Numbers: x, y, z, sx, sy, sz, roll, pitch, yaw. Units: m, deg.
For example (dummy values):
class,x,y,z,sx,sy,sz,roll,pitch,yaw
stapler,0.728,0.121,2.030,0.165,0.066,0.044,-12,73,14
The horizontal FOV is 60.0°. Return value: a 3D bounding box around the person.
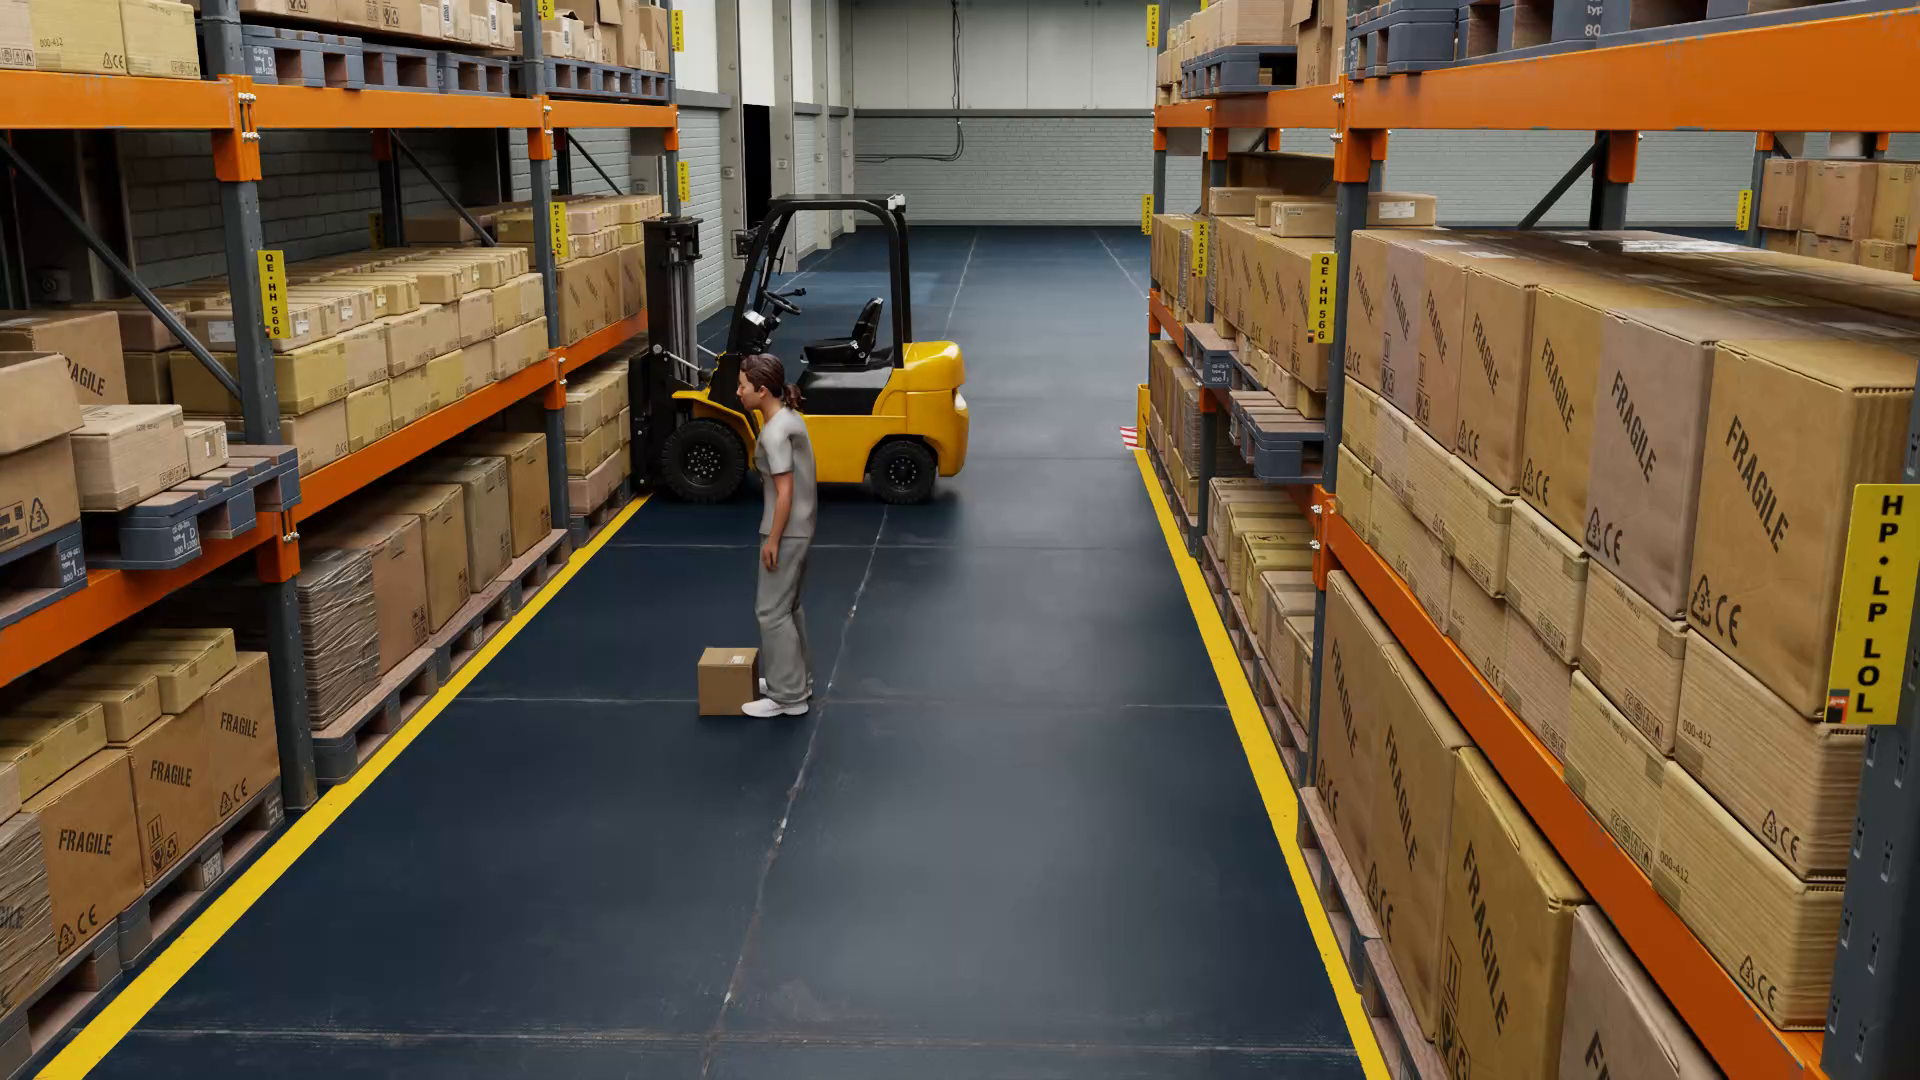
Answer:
class,x,y,z,sx,sy,sz,roll,pitch,yaw
person,-0.833,-0.027,7.615,0.365,1.671,0.513,-1,14,-2
